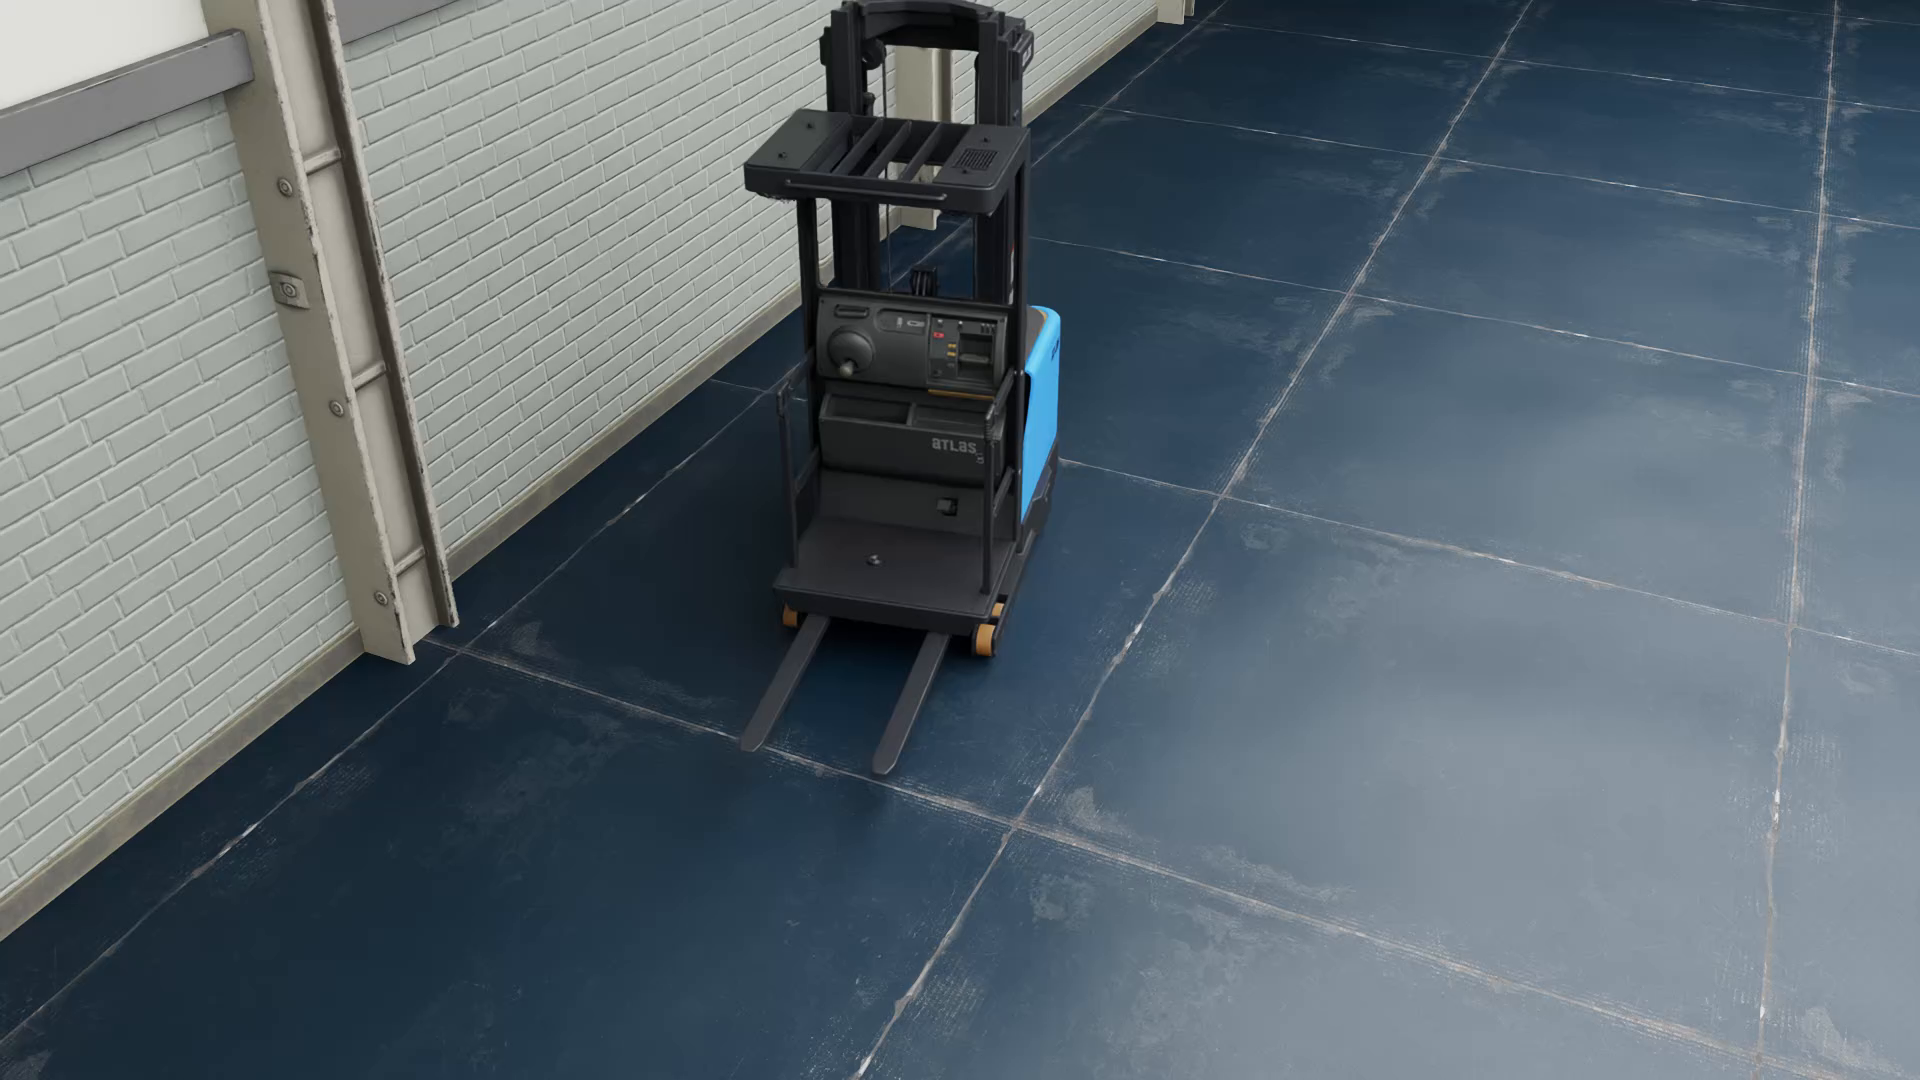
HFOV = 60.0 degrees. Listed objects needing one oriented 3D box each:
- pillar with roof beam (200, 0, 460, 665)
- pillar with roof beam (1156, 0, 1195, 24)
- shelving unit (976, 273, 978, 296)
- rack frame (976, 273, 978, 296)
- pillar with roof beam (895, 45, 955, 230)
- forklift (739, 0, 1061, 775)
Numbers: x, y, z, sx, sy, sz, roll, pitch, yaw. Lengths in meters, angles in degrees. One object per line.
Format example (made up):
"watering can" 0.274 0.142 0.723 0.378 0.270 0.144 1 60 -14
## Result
"pillar with roof beam" 1.140 -2.293 4.409 9.100 9.000 0.400 14 36 20
"pillar with roof beam" 6.161 -8.270 13.524 9.100 9.000 0.400 14 36 20
"shelving unit" 0.219 -1.001 9.550 0.258 1.200 0.189 8 34 11
"rack frame" 0.197 -0.953 9.475 0.240 1.200 0.006 8 34 11
"pillar with roof beam" 3.651 -5.282 8.967 9.100 9.000 0.400 14 36 20
"forklift" -0.284 -0.879 7.785 1.130 2.935 3.031 8 34 11
